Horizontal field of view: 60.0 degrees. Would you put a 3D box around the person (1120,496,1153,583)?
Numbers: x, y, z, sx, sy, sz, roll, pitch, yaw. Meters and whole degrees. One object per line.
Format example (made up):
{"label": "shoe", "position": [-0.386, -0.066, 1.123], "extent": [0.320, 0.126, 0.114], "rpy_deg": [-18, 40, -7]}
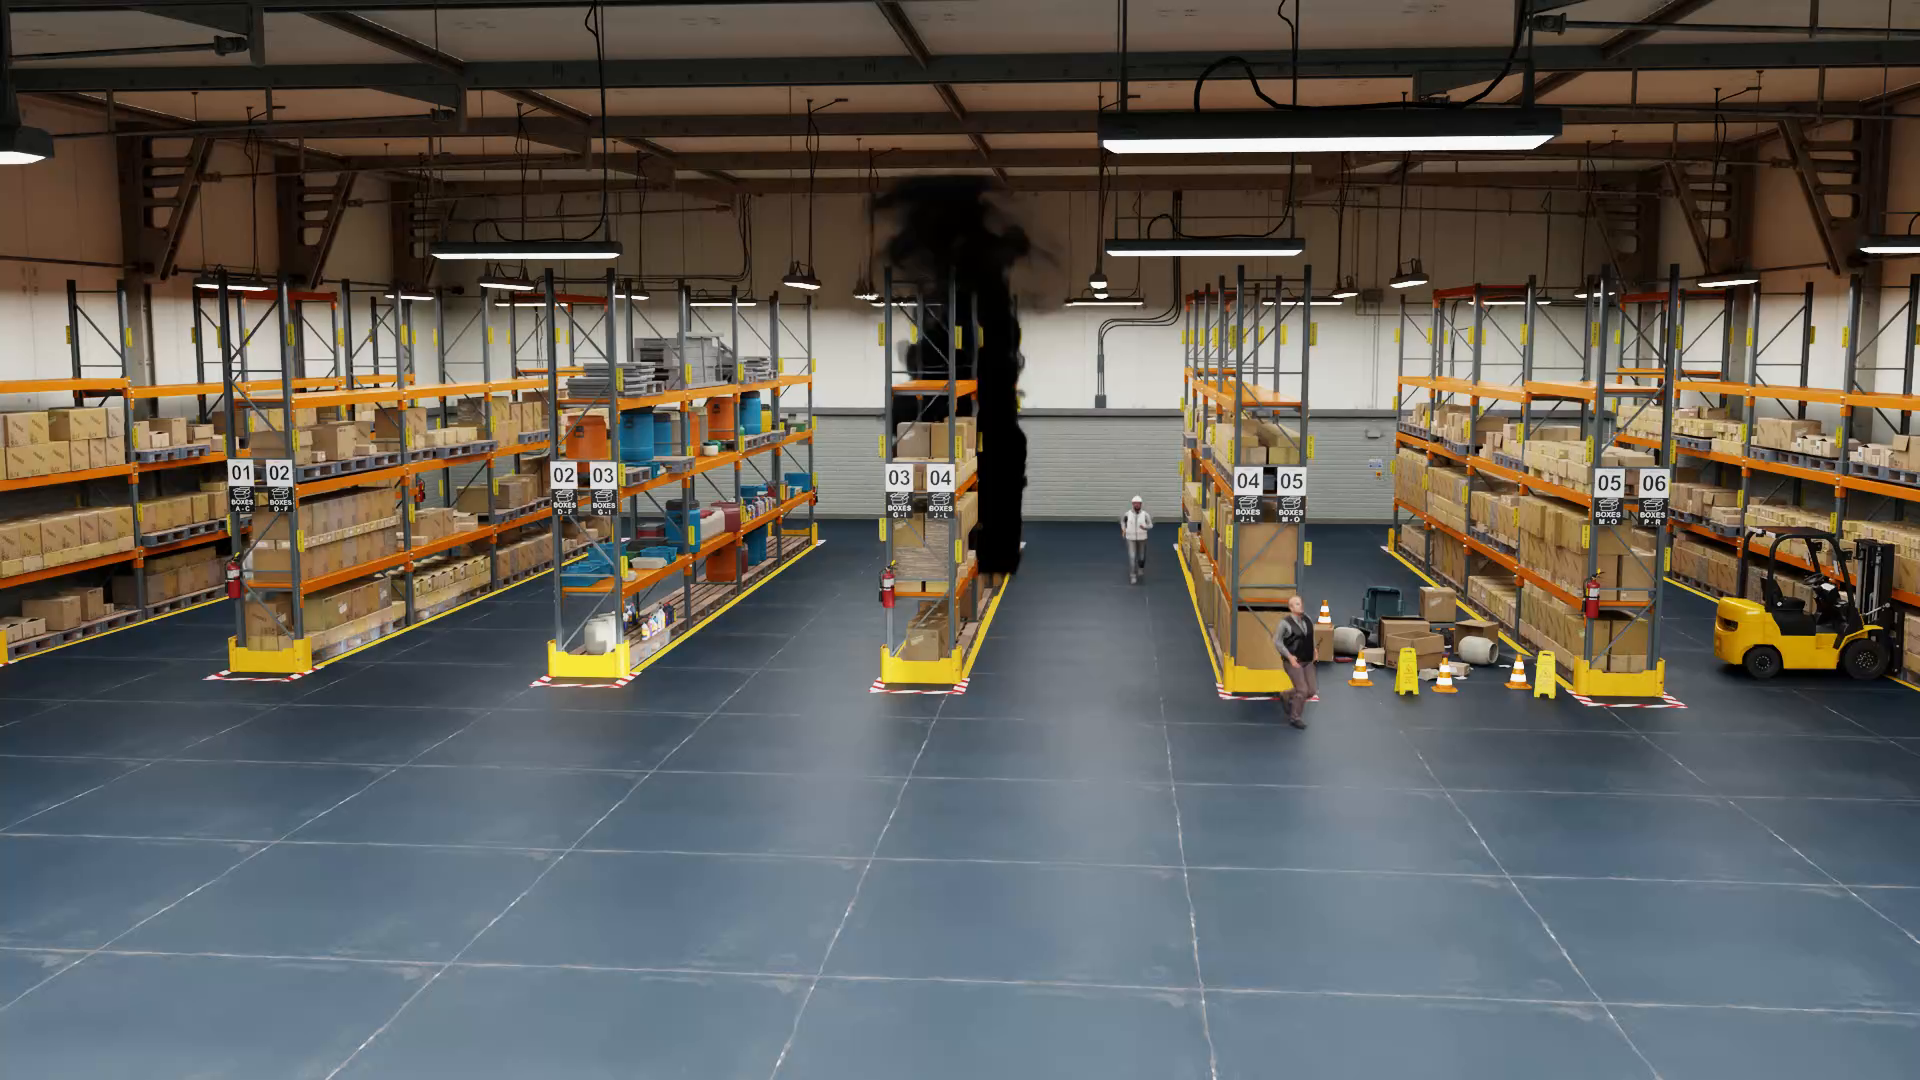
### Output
{"label": "person", "position": [3.619, -0.023, 34.124], "extent": [0.665, 1.750, 0.940], "rpy_deg": [1, 7, 5]}

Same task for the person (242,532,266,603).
{"label": "person", "position": [-12.205, 0.670, 28.799], "extent": [0.593, 1.660, 0.573], "rpy_deg": [-1, 7, -6]}

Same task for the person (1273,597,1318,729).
{"label": "person", "position": [4.330, 1.570, 21.520], "extent": [0.660, 1.690, 0.551], "rpy_deg": [-4, 8, -31]}

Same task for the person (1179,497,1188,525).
{"label": "person", "position": [5.742, -0.713, 40.547], "extent": [0.789, 1.662, 0.620], "rpy_deg": [1, 7, 6]}
